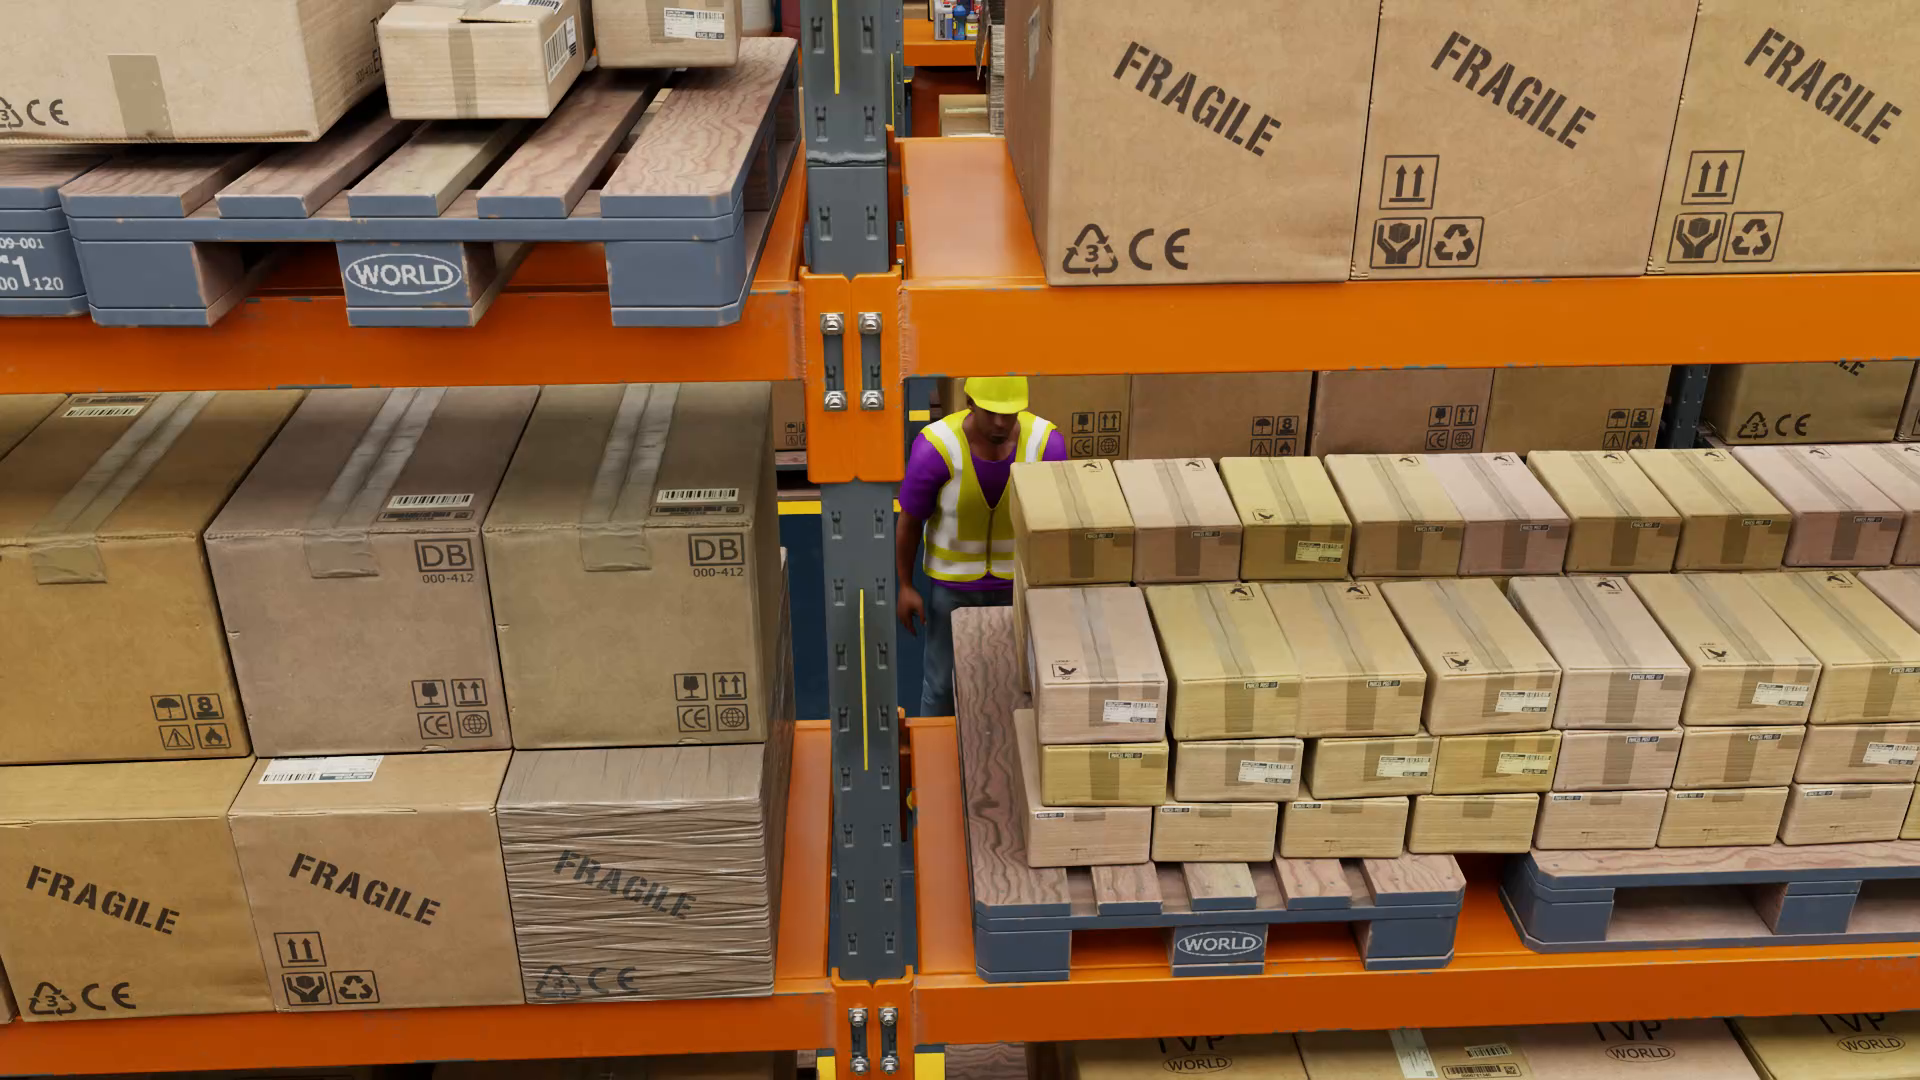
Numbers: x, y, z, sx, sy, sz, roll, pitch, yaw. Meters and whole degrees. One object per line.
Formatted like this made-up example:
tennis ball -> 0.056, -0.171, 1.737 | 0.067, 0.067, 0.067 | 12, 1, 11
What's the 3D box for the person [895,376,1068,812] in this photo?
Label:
person -> 0.092, 0.151, 5.808 | 0.635, 1.761, 0.454 | -3, 28, -5
